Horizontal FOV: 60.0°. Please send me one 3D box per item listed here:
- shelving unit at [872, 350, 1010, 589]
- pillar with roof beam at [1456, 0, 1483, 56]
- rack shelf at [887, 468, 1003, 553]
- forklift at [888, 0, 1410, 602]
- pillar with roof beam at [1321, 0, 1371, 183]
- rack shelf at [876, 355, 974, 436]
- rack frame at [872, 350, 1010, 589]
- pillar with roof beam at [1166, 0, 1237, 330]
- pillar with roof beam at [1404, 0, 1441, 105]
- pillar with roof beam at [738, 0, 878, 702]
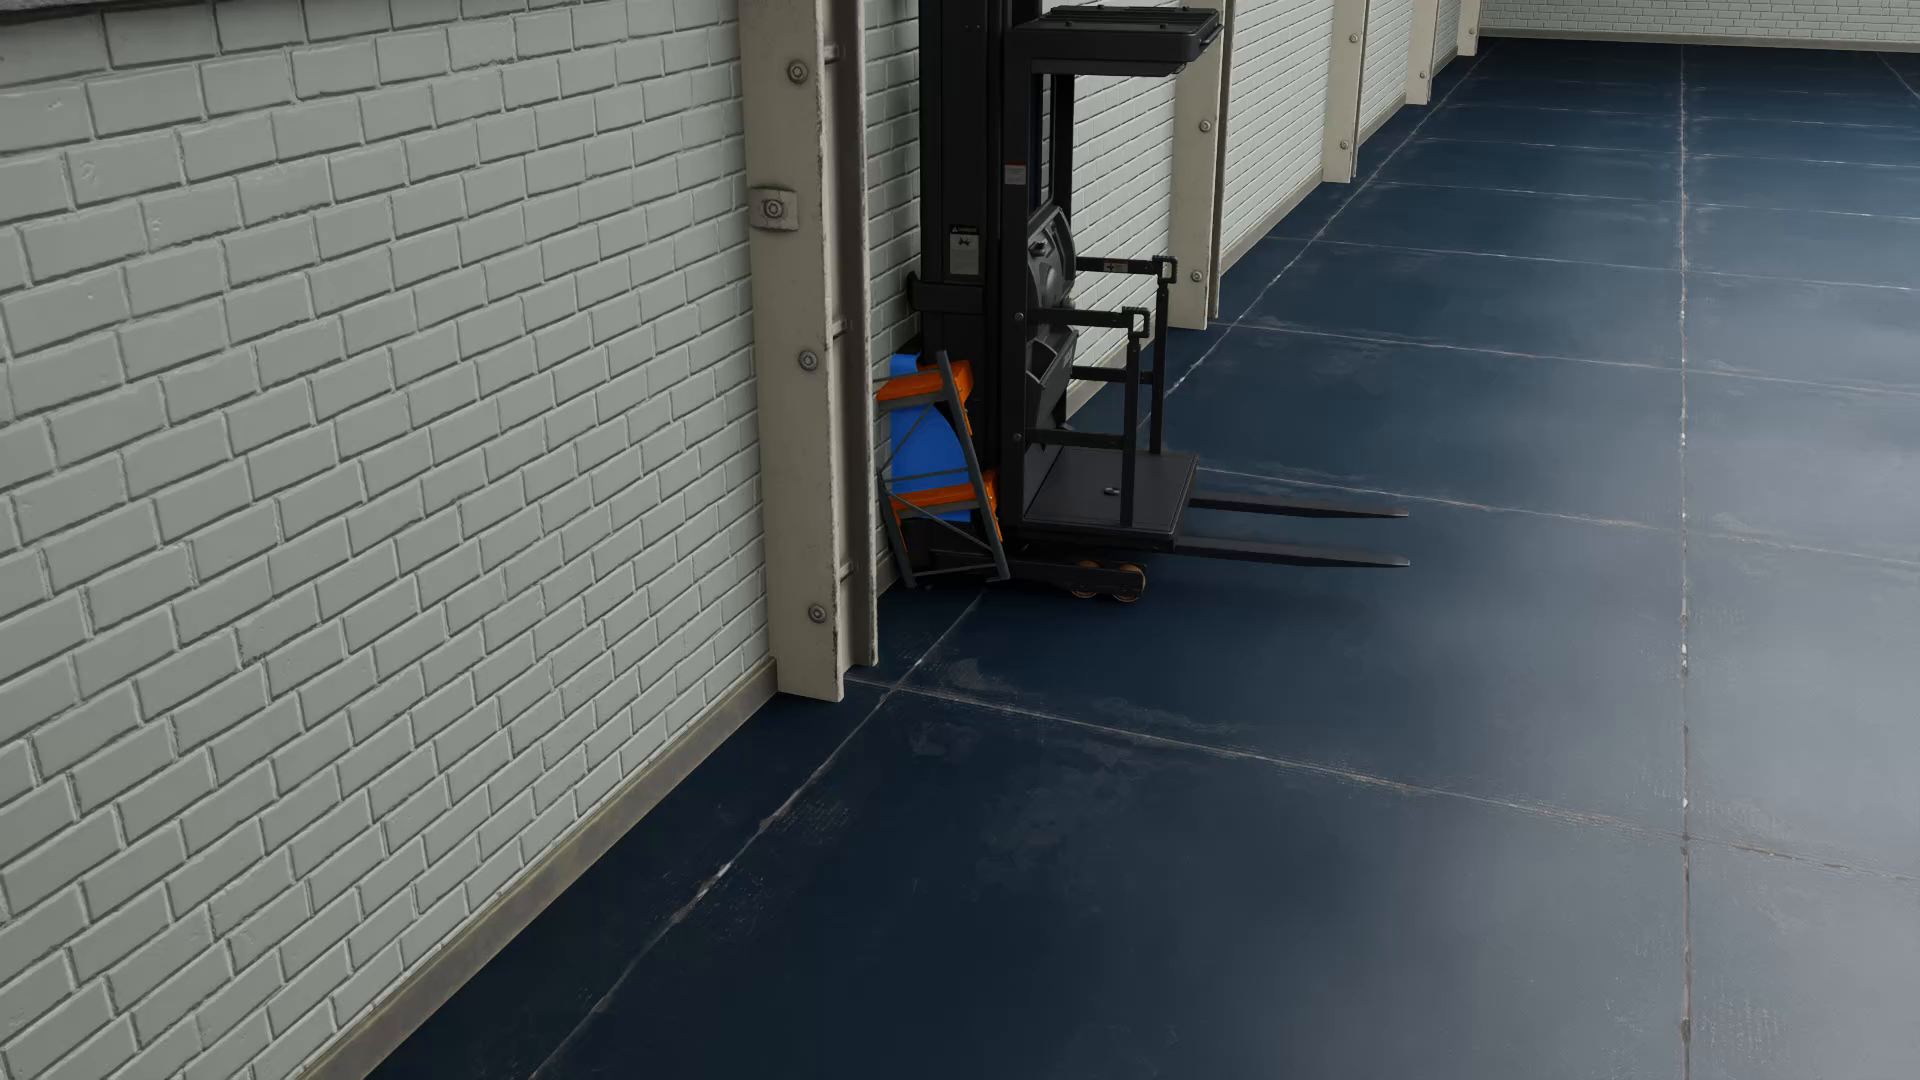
[{"bbox_3d":[-0.038,-0.526,7.874,0.538,1.125,1.048,-8,26,19],"label":"shelving unit"},{"bbox_3d":[12.353,-11.564,24.259,9.100,9.000,0.400,9,24,20],"label":"pillar with roof beam"},{"bbox_3d":[0.025,-0.313,7.976,0.538,0.278,1.000,-8,26,19],"label":"rack shelf"},{"bbox_3d":[0.607,-1.296,7.549,3.031,2.935,1.130,5,23,13],"label":"forklift"},{"bbox_3d":[7.895,-7.270,13.978,9.100,9.000,0.400,9,24,20],"label":"pillar with roof beam"},{"bbox_3d":[-0.114,-0.782,7.753,0.538,0.278,1.000,-8,26,19],"label":"rack shelf"},{"bbox_3d":[-0.153,-0.287,7.441,0.500,1.125,0.032,-8,26,19],"label":"rack frame"},{"bbox_3d":[5.666,-5.122,8.838,9.100,9.000,0.400,9,24,20],"label":"pillar with roof beam"},{"bbox_3d":[10.124,-9.417,19.119,9.100,9.000,0.400,9,24,20],"label":"pillar with roof beam"},{"bbox_3d":[3.438,-2.975,3.698,9.100,9.000,0.400,9,24,20],"label":"pillar with roof beam"}]
